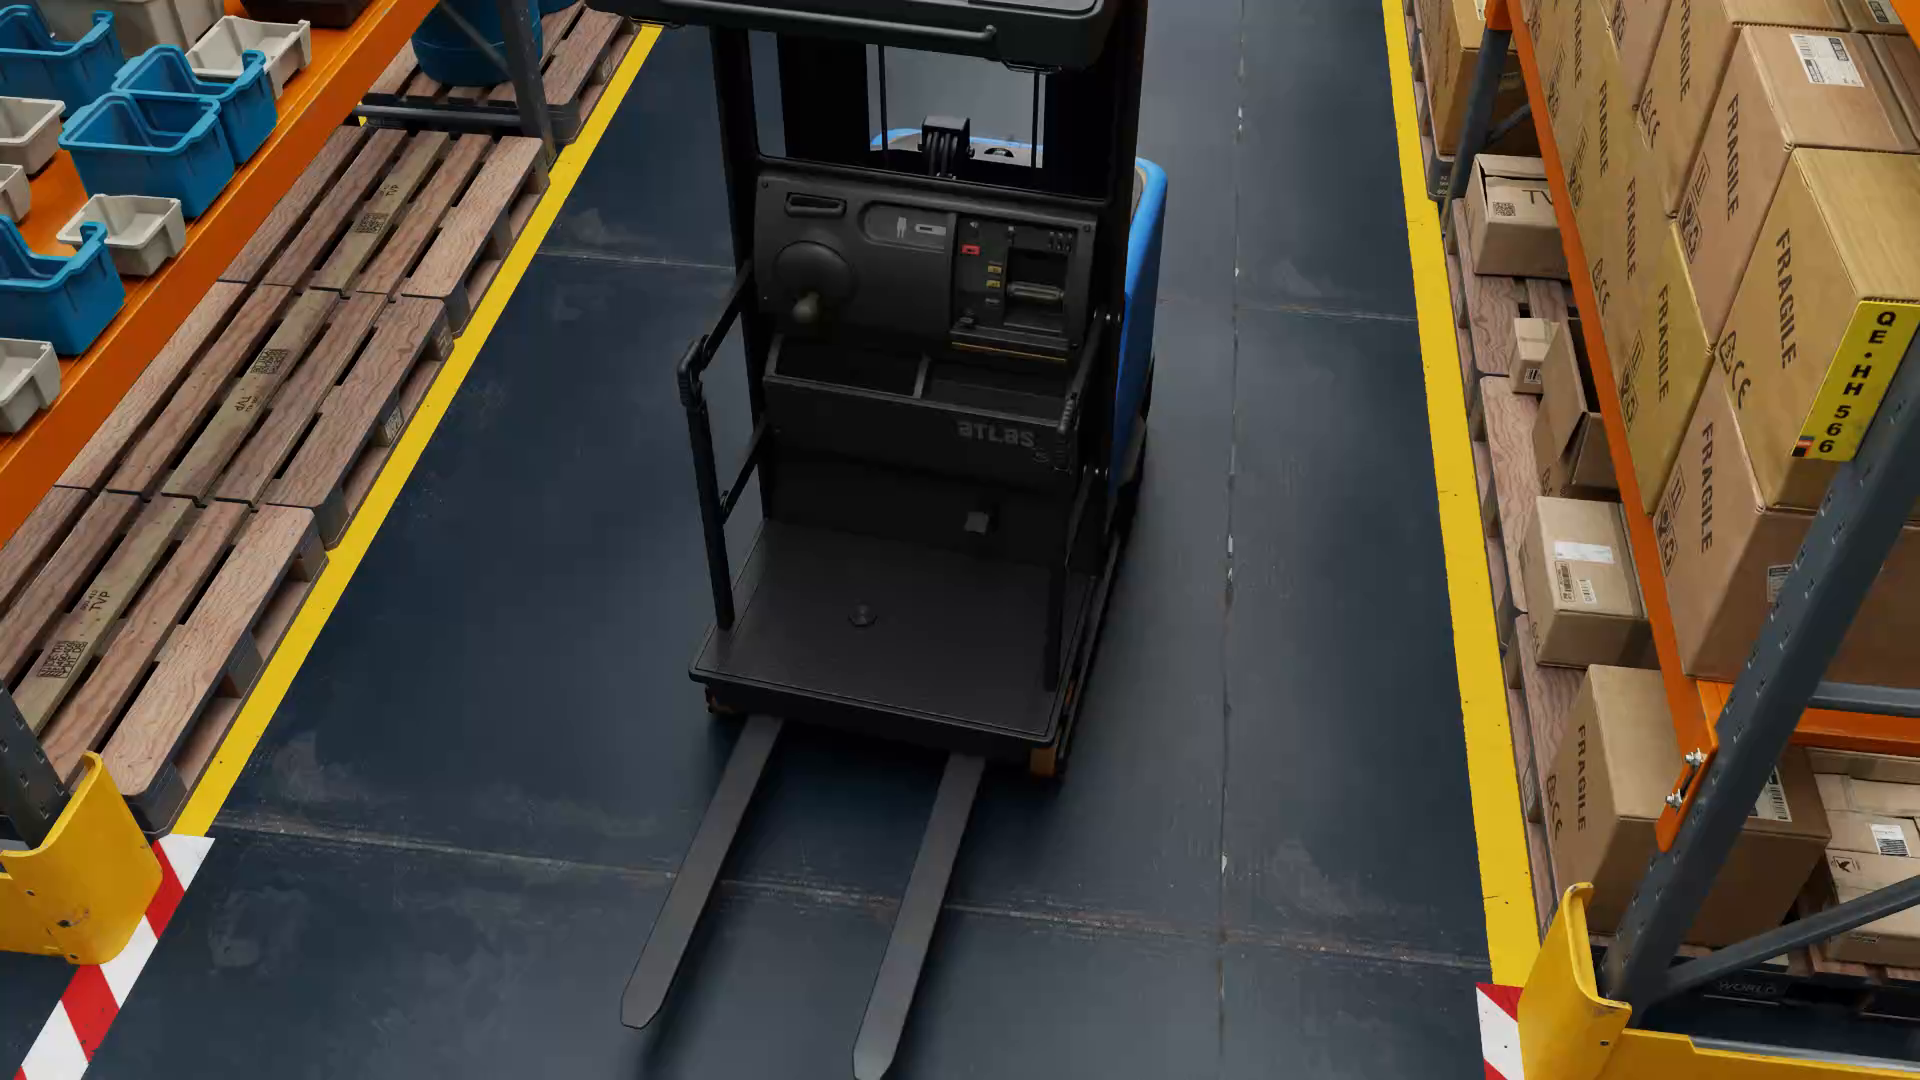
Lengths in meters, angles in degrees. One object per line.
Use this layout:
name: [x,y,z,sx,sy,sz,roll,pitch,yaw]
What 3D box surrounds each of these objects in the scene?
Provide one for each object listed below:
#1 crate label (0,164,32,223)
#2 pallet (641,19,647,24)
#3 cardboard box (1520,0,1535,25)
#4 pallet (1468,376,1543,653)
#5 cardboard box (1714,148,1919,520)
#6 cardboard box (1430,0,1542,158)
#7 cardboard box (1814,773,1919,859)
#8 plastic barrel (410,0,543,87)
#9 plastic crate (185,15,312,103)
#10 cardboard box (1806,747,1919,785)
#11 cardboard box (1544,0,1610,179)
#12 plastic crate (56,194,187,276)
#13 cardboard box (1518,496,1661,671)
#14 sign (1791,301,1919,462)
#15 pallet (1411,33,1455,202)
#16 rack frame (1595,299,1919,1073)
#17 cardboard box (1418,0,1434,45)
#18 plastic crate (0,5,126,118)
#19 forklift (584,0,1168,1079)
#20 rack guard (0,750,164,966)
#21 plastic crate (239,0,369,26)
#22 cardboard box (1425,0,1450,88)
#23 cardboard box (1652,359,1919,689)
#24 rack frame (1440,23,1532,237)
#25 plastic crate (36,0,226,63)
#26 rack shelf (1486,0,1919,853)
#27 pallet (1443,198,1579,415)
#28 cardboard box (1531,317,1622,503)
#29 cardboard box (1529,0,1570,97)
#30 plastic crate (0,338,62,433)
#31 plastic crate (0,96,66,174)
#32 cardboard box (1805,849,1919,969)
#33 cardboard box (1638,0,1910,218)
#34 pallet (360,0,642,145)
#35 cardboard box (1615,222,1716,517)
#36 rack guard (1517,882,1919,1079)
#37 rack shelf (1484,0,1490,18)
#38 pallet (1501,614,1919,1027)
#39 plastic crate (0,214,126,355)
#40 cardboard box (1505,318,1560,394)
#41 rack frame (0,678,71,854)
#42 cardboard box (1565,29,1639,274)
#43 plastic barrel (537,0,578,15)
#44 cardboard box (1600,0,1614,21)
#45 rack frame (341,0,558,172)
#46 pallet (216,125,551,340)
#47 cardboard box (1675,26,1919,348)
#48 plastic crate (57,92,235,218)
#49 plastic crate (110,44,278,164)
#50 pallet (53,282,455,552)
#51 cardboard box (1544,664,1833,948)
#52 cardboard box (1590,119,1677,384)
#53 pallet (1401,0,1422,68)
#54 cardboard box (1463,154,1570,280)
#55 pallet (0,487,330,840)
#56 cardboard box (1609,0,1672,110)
crate label: [-2.877,-0.999,4.772,0.396,0.136,0.243,5,44,6]
pallet: [-2.040,-3.182,8.957,1.003,0.211,1.213,5,44,6]
cardboard box: [2.230,-2.100,5.713,0.500,0.500,0.500,6,44,7]
pallet: [2.317,-0.072,5.672,1.003,0.211,1.213,5,44,6]
cardboard box: [1.825,-0.388,3.178,0.500,0.500,0.500,5,44,5]
cardboard box: [2.348,-2.000,7.179,0.500,0.500,0.500,5,44,5]
cardboard box: [2.468,0.785,4.480,0.380,0.166,0.250,5,44,6]
plastic barrel: [-2.253,-2.599,7.533,0.600,0.901,0.708,5,44,6]
plastic crate: [-2.274,-1.551,5.354,0.293,0.136,0.466,5,44,6]
cardboard box: [2.458,0.493,4.727,0.500,0.250,0.500,5,44,6]
cardboard box: [2.097,-1.410,4.984,0.500,0.500,0.500,5,44,5]
plastic crate: [-2.298,-0.850,4.615,0.250,0.136,0.298,5,44,6]
cardboard box: [2.022,0.141,5.099,0.500,0.250,0.500,5,44,6]
sign: [1.491,-0.259,2.770,0.100,0.325,0.005,5,44,6]
pallet: [2.637,-1.931,7.636,1.003,0.211,1.213,5,44,6]
rack frame: [2.039,0.340,3.209,1.000,3.000,0.127,5,44,6]
cardboard box: [2.489,-2.678,7.895,0.500,0.500,0.500,6,44,6]
plastic crate: [-2.854,-1.497,5.227,0.416,0.233,0.300,5,44,6]
forklift: [-0.153,-0.648,4.302,1.130,2.935,3.031,10,44,10]
rack guard: [-2.861,0.813,4.528,1.175,0.500,0.348,5,44,6]
plastic crate: [-2.224,-1.973,5.809,0.437,0.125,0.590,5,44,6]
cardboard box: [2.422,-2.337,7.534,0.500,0.500,0.500,5,44,6]
cardboard box: [1.828,-0.026,3.523,0.500,0.500,0.500,6,44,7]
rack frame: [2.567,-2.386,6.088,1.000,3.000,0.127,5,44,6]
plastic crate: [-2.727,-1.794,5.505,0.437,0.282,0.530,5,44,6]
rack shelf: [2.303,-0.762,4.896,1.077,0.370,4.000,5,44,6]
pallet: [2.476,-0.905,6.553,1.003,0.211,1.213,5,44,6]
cardboard box: [2.324,-0.358,5.443,0.797,0.503,0.637,5,44,6]
cardboard box: [2.165,-1.750,5.344,0.500,0.500,0.500,6,44,6]
plastic crate: [-2.387,-0.388,4.126,0.250,0.136,0.298,5,44,6]
plastic crate: [-2.857,-1.203,4.987,0.298,0.136,0.250,5,44,6]
cardboard box: [2.435,0.961,4.306,0.380,0.149,0.250,5,44,6]
cardboard box: [1.955,-1.086,3.915,0.500,0.500,0.500,6,44,7]
pallet: [-2.199,-2.348,8.077,1.003,0.211,1.213,5,44,6]
cardboard box: [1.893,-0.380,3.897,0.500,0.500,0.500,6,44,6]
rack guard: [2.049,1.196,4.123,1.175,0.500,0.348,5,44,6]
rack shelf: [2.832,-3.488,7.775,1.077,0.370,4.000,5,44,6]
pallet: [2.153,0.758,4.797,1.003,0.211,1.213,5,44,6]
plastic crate: [-2.425,-0.661,4.344,0.416,0.233,0.300,5,44,6]
cardboard box: [2.193,-0.660,6.006,0.380,0.166,0.250,5,44,6]
rack frame: [-2.871,-0.113,3.687,1.000,3.000,0.127,5,44,6]
cardboard box: [2.031,-1.063,4.618,0.500,0.500,0.500,5,44,5]
plastic barrel: [-2.160,-3.081,8.043,0.600,0.901,0.708,5,44,6]
cardboard box: [2.090,-1.788,4.657,0.500,0.500,0.500,4,44,4]
rack frame: [-2.342,-2.839,6.566,1.000,3.000,0.127,5,44,6]
pallet: [-2.401,-1.322,6.992,1.003,0.211,1.213,5,44,6]
cardboard box: [1.891,-0.732,3.541,0.500,0.500,0.500,6,44,7]
plastic crate: [-2.338,-1.109,4.818,0.416,0.233,0.300,5,44,6]
plastic crate: [-2.298,-1.314,5.034,0.416,0.233,0.300,5,44,6]
pallet: [-2.560,-0.488,6.112,1.003,0.211,1.213,5,44,6]
cardboard box: [1.866,0.695,4.332,0.500,0.500,0.500,5,44,6]
cardboard box: [1.964,-0.720,4.256,0.500,0.500,0.500,6,44,6]
pallet: [2.796,-2.765,8.517,1.003,0.211,1.213,5,44,6]
cardboard box: [2.297,-1.303,6.580,0.500,0.311,0.500,5,44,6]
pallet: [-2.723,0.341,5.236,1.003,0.211,1.213,5,44,6]
cardboard box: [2.023,-1.436,4.285,0.500,0.500,0.500,6,44,7]
